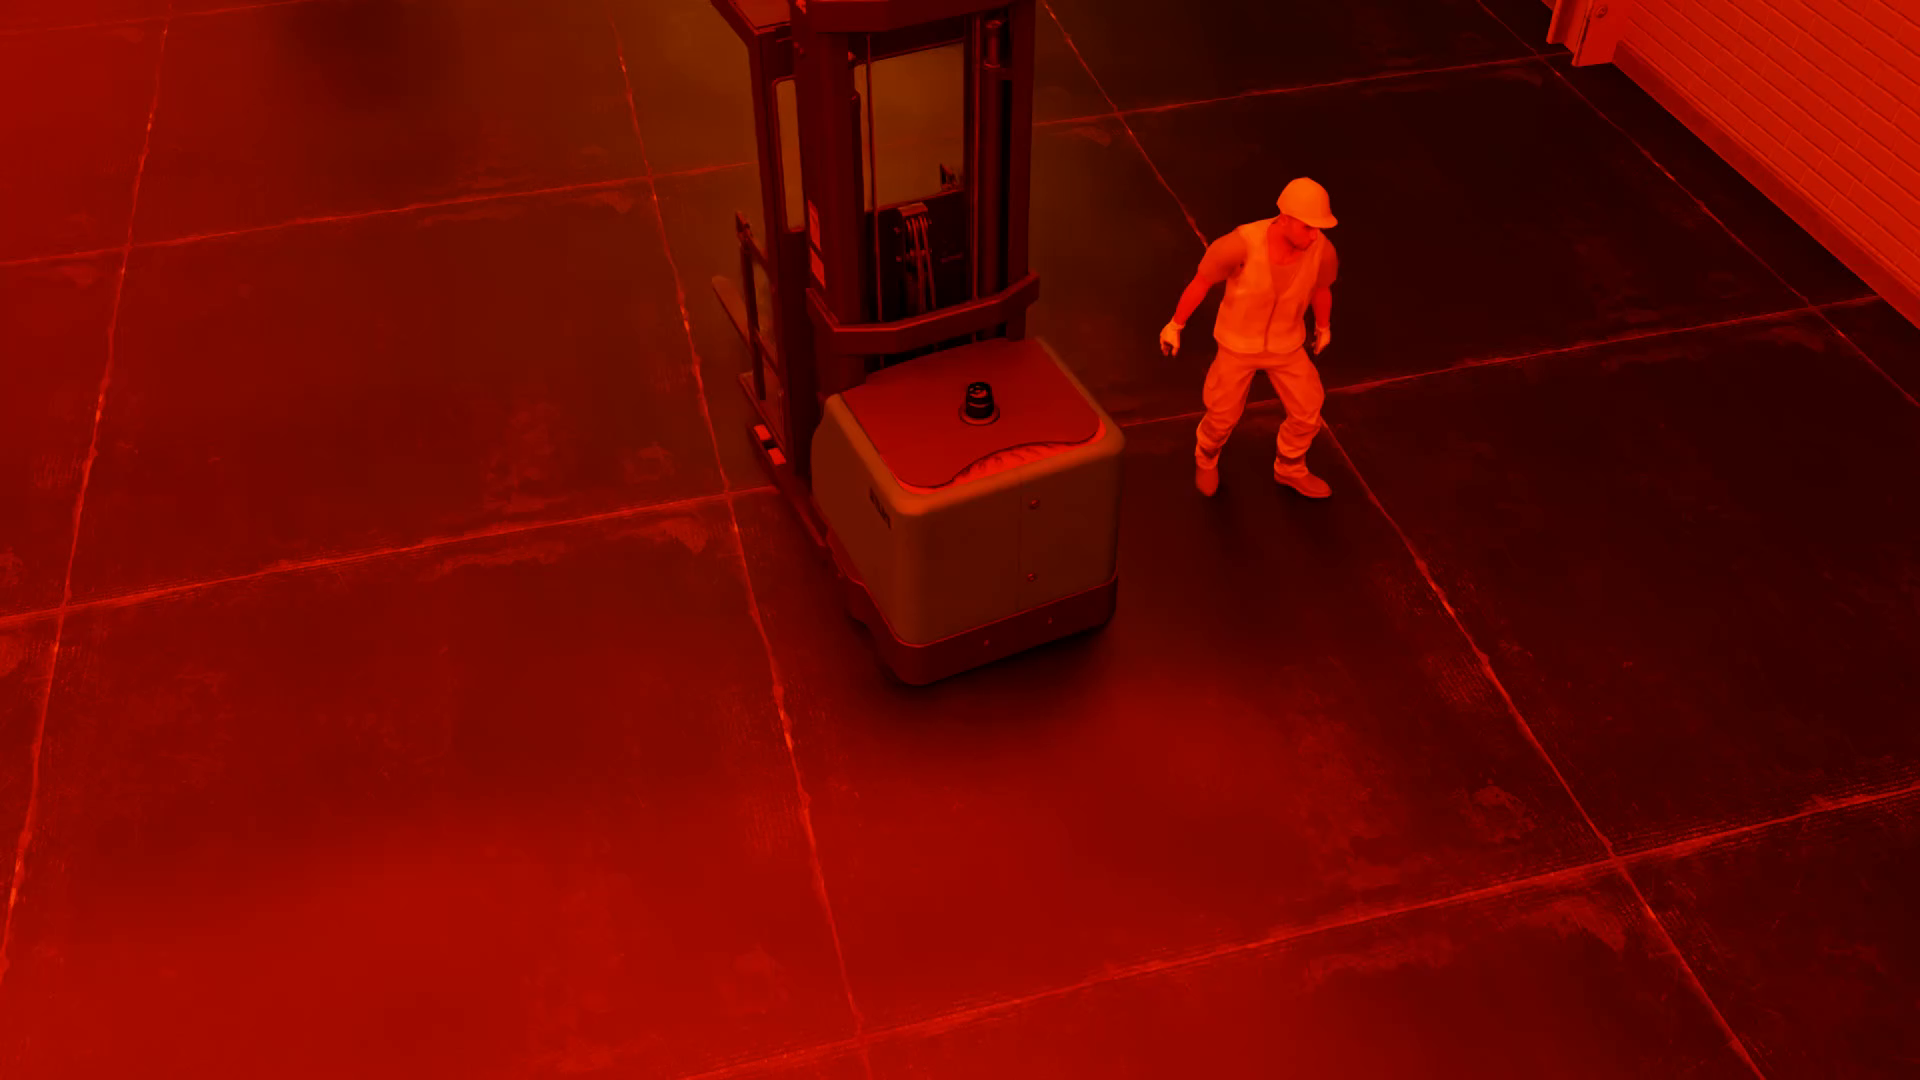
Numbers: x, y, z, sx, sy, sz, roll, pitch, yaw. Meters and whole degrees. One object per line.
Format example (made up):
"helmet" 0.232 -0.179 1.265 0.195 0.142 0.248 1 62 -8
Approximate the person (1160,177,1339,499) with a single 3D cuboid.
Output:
"person" 1.342 -0.878 7.462 0.869 1.750 0.459 -2 43 -2

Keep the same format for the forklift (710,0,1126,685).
"forklift" -0.395 -1.469 7.200 1.130 2.935 3.031 -18 46 -18
